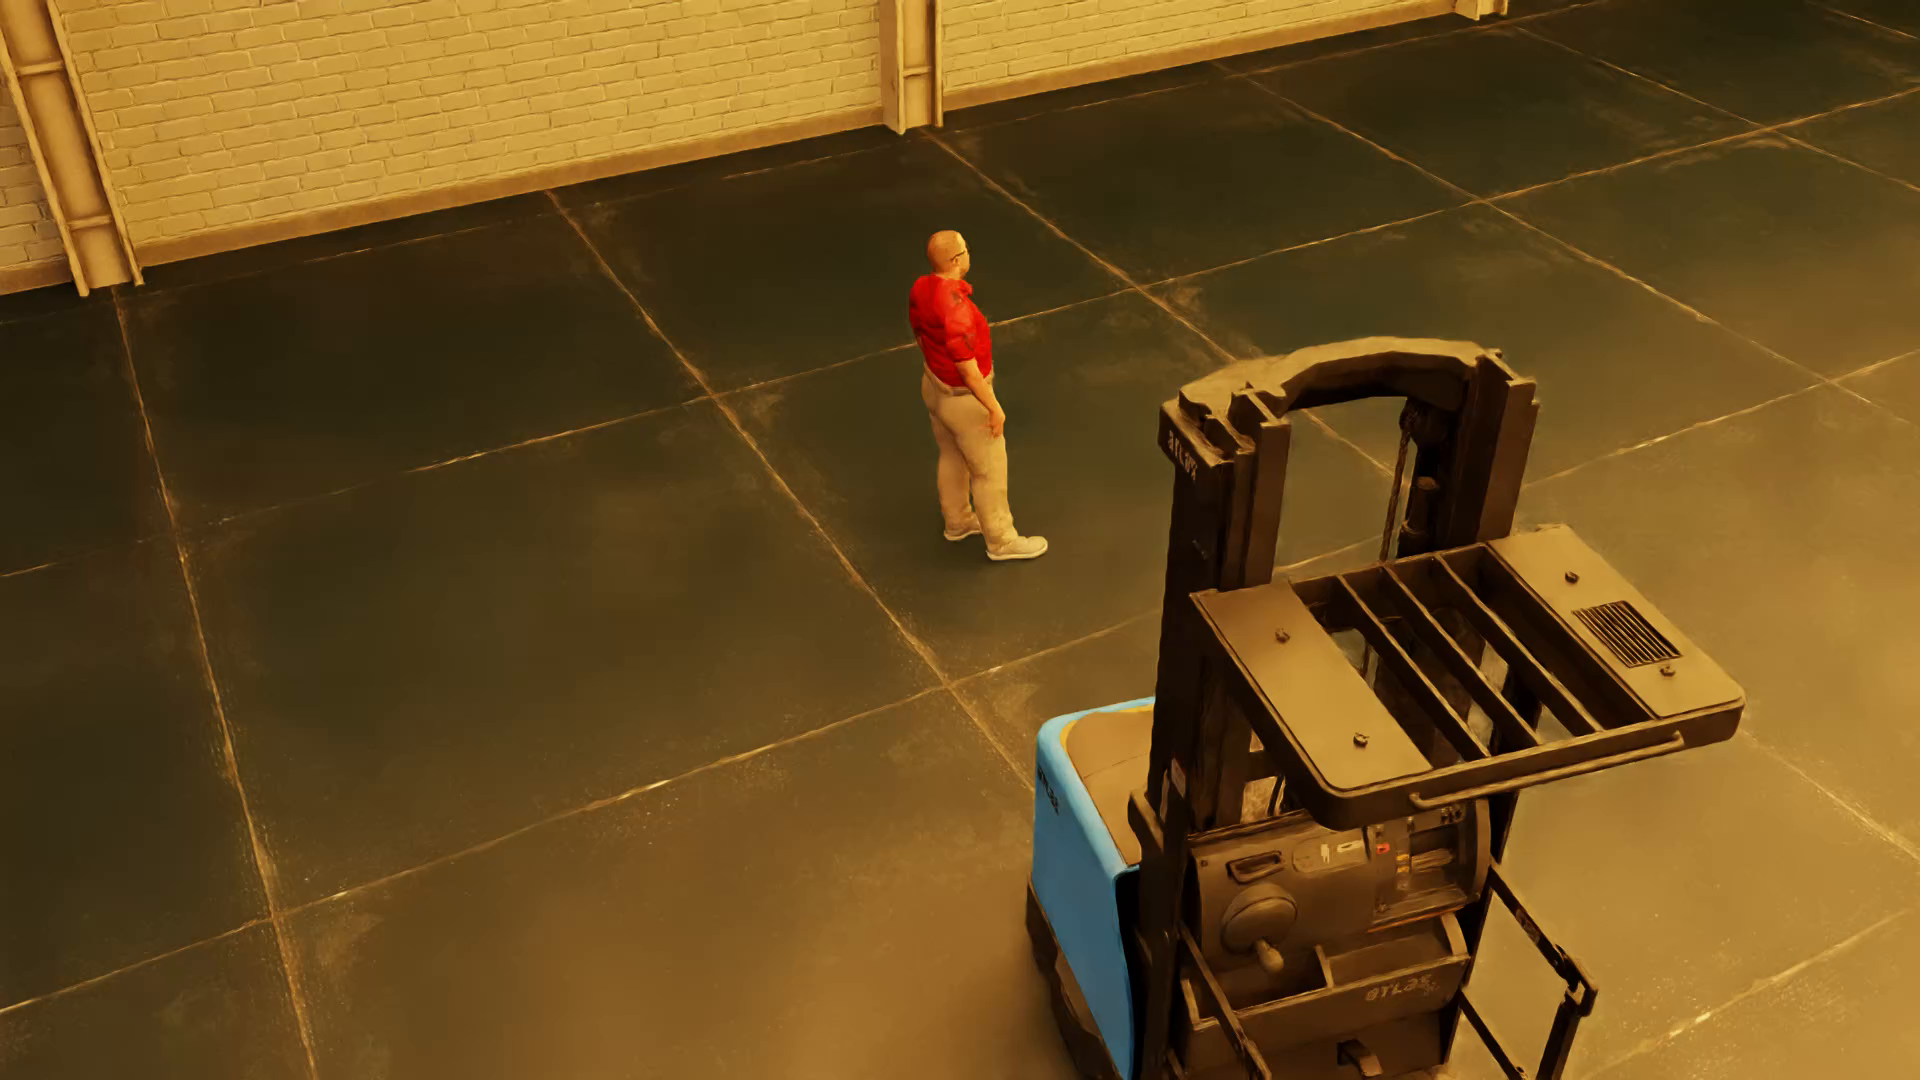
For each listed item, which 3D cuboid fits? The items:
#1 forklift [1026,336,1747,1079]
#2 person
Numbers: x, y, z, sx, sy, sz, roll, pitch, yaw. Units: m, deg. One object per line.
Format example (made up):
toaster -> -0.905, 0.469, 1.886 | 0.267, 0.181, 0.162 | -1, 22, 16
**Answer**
forklift -> 1.178, 1.047, 4.642 | 1.130, 2.935, 3.031 | -10, 37, -14
person -> 0.085, -0.730, 8.185 | 0.550, 1.727, 0.640 | -17, 39, -23
